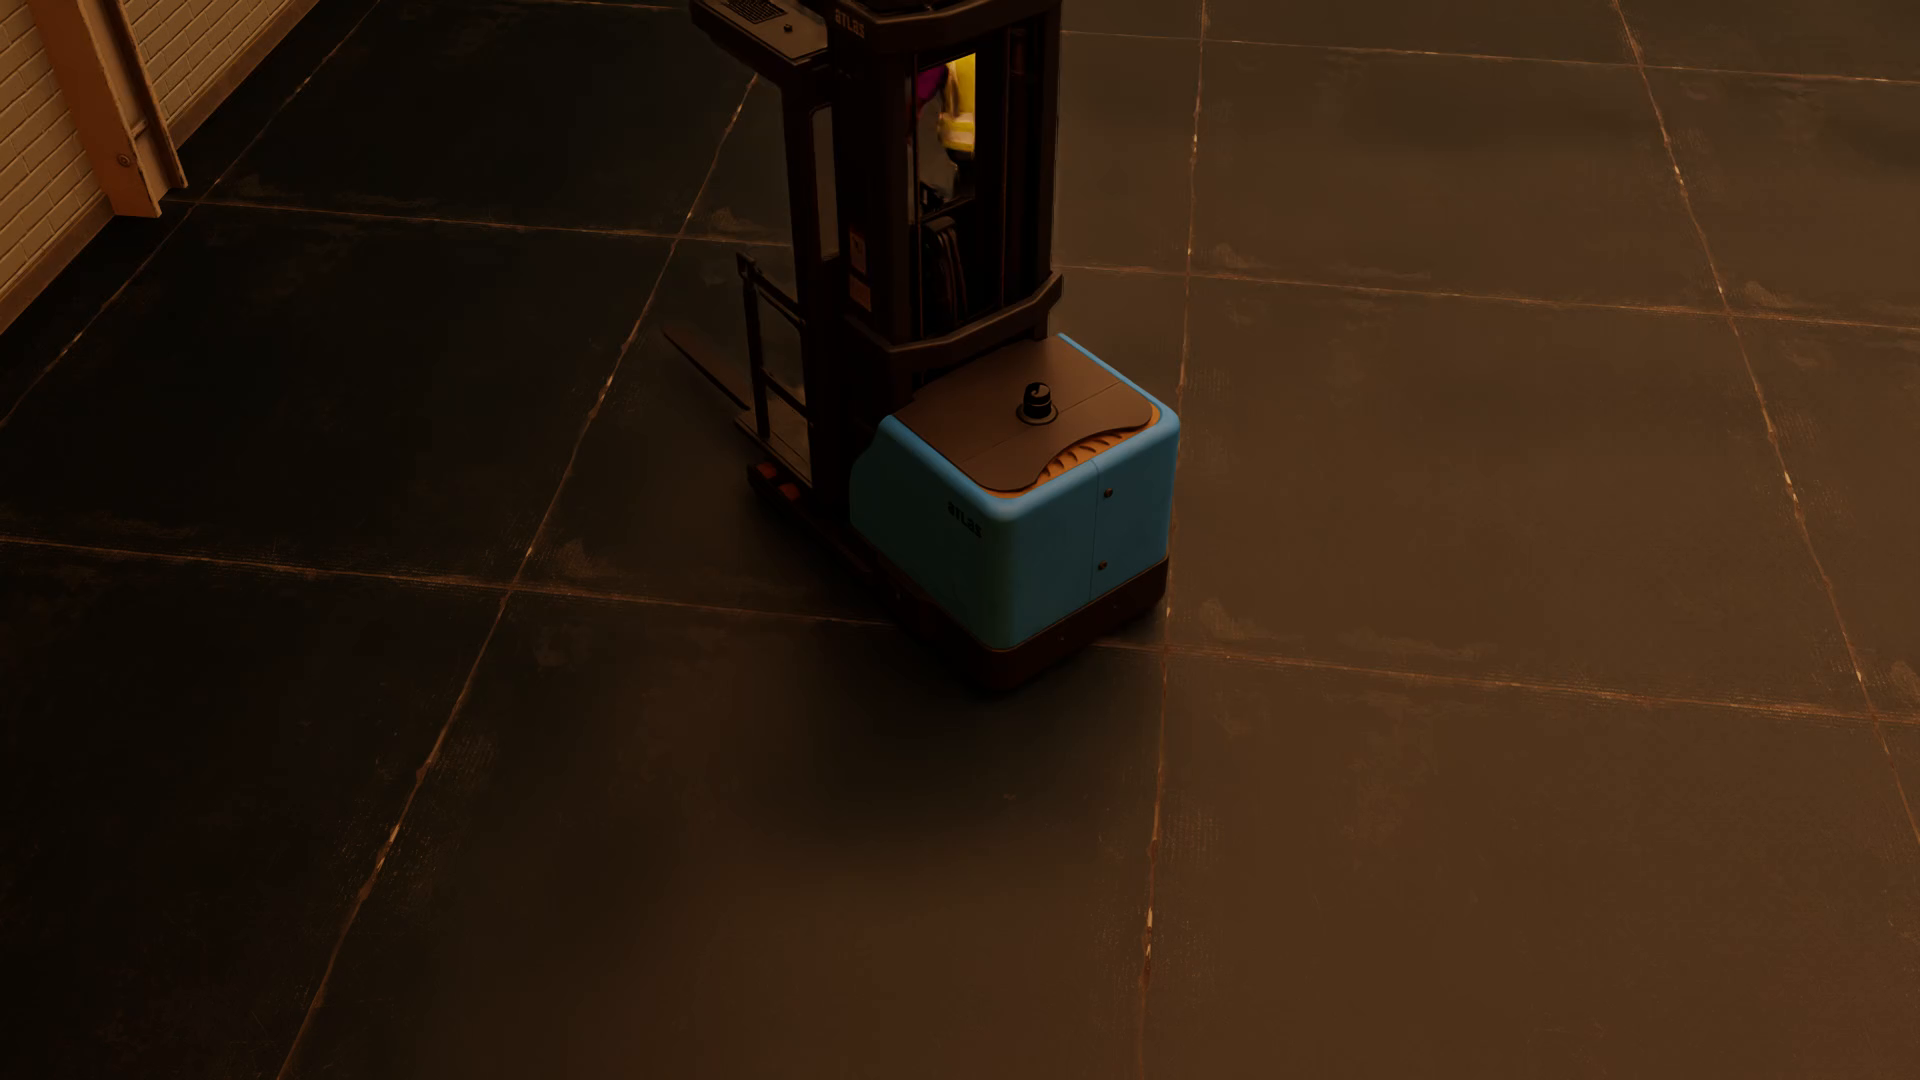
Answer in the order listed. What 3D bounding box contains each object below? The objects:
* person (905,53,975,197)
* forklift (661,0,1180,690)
[{"bbox_3d":[0.023,-2.288,9.248,0.744,1.543,0.706,3,43,4],"label":"person"},{"bbox_3d":[-0.378,-1.379,7.225,1.130,2.935,3.031,-28,50,-27],"label":"forklift"}]
